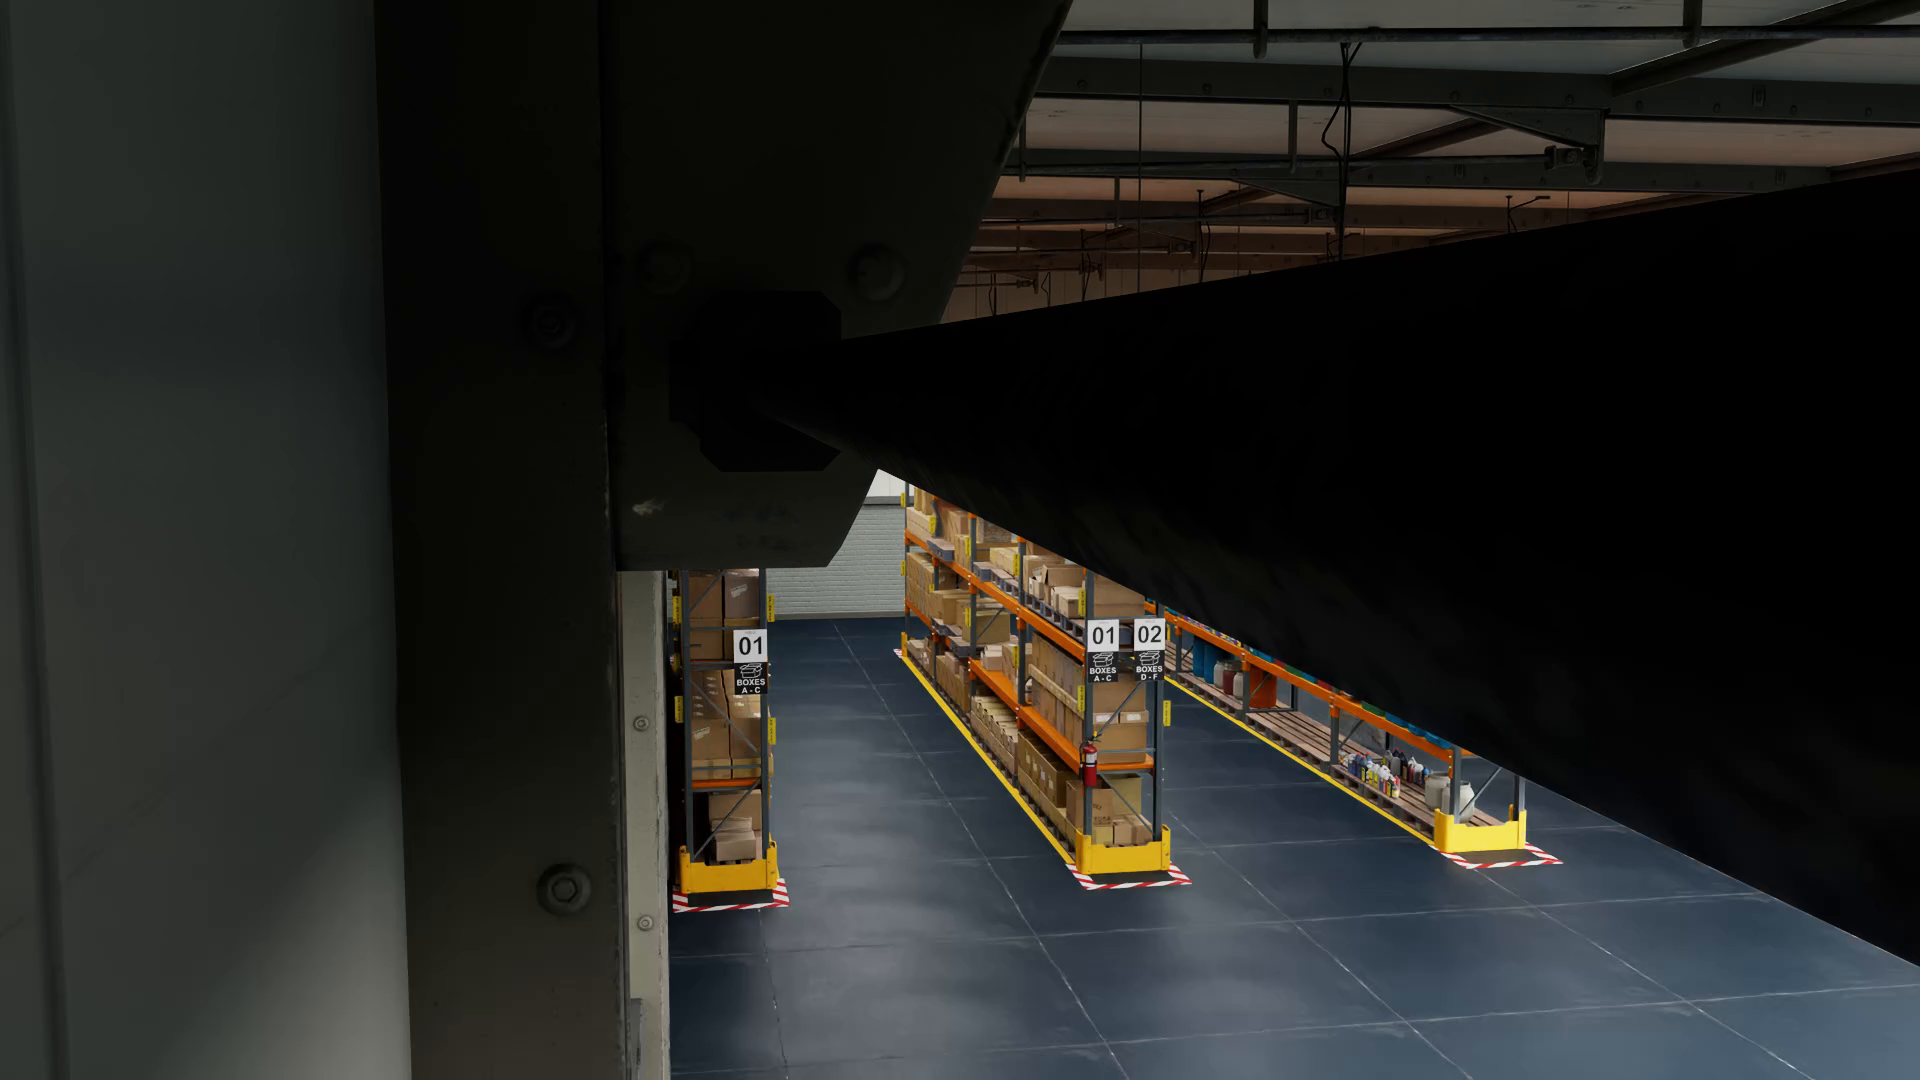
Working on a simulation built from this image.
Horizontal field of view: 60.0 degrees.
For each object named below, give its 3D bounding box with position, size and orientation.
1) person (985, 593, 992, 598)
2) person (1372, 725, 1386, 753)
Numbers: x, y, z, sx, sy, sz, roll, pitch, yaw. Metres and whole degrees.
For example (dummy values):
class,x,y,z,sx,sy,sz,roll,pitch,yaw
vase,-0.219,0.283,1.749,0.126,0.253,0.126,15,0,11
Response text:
class,x,y,z,sx,sy,sz,roll,pitch,yaw
person,0.722,1.404,39.681,0.468,1.597,1.009,-1,6,-13
person,7.002,2.593,27.626,0.565,1.742,0.849,-1,6,-10
